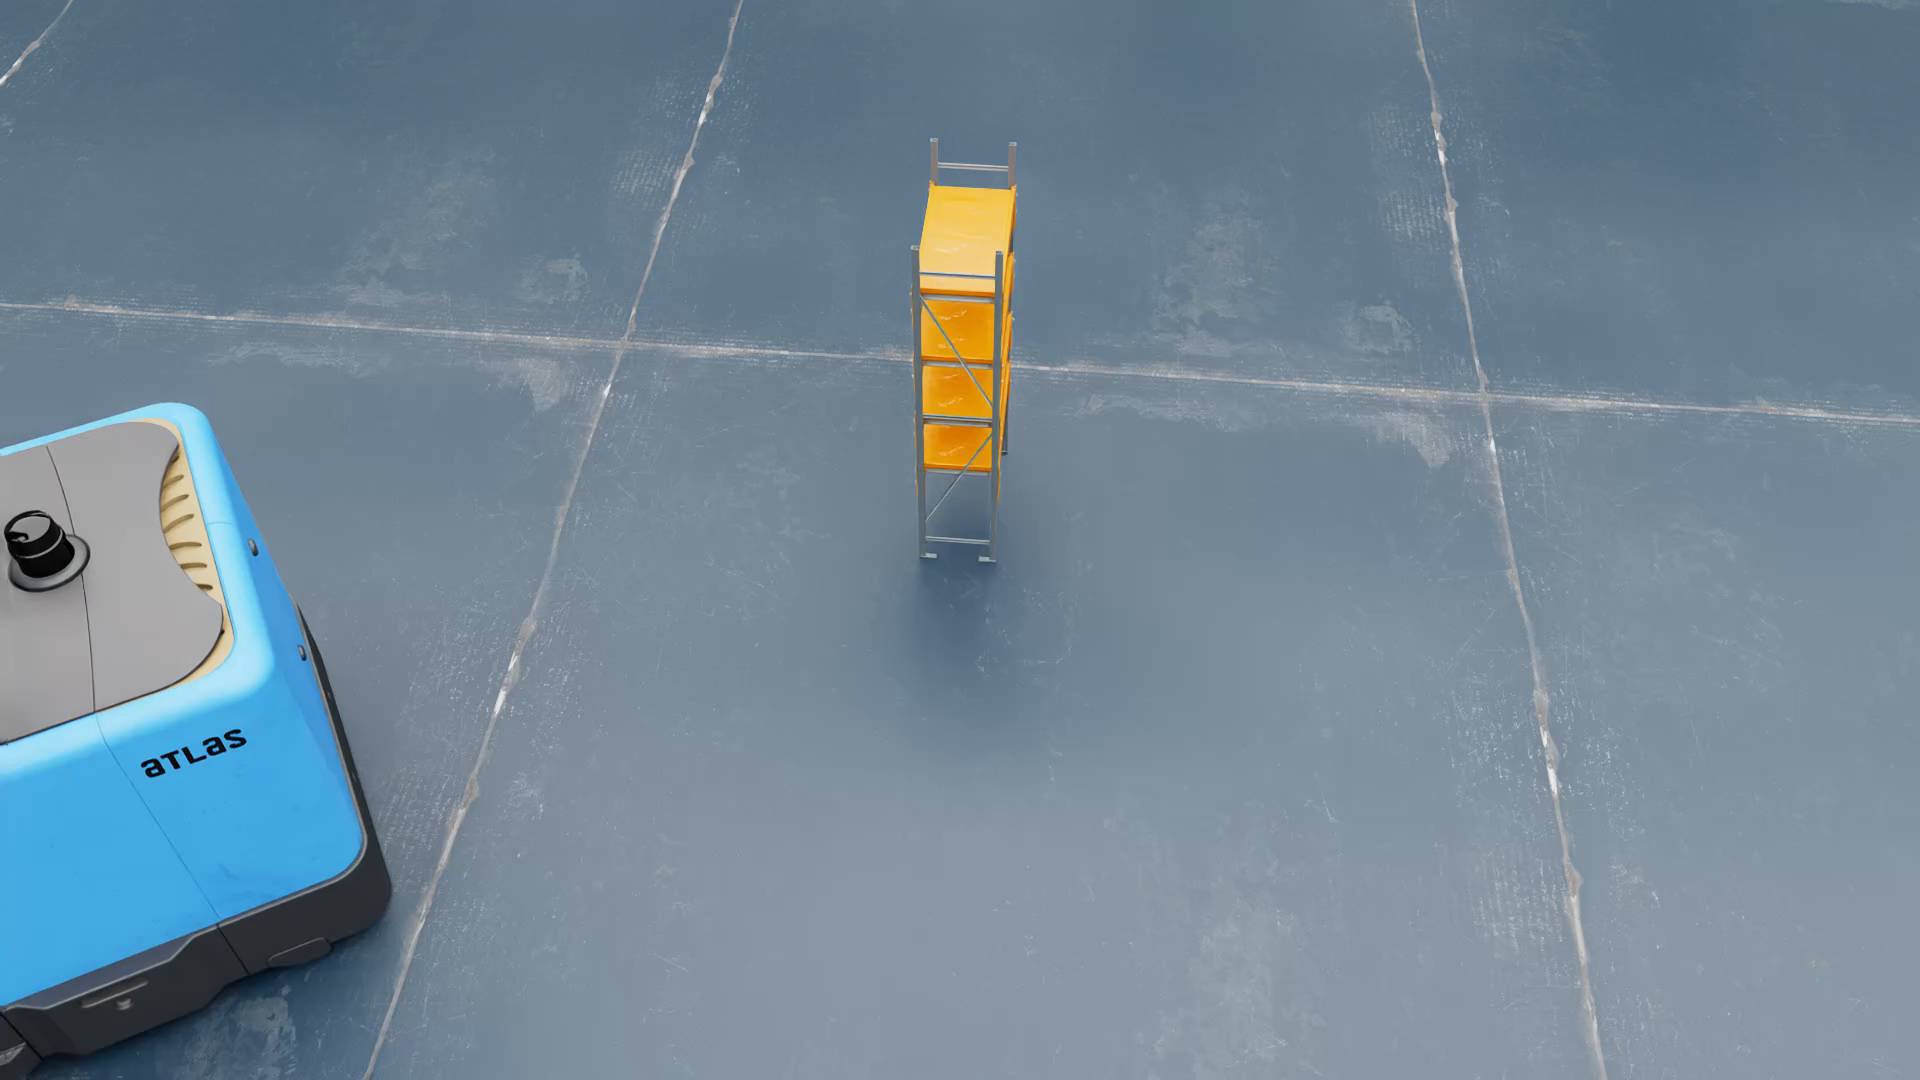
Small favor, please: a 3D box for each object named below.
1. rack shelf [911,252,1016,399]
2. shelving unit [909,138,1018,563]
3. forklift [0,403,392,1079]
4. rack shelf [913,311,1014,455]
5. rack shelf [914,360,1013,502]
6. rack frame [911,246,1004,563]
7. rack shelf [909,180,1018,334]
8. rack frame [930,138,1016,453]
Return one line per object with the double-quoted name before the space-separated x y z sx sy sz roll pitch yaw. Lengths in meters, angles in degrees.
"rack shelf" 0.015 -0.632 4.803 0.258 0.148 0.480 4 48 4
"shelving unit" 0.015 -0.527 4.919 0.258 1.200 0.503 4 48 4
"forklift" -3.026 0.177 3.102 3.031 2.935 1.130 -20 51 -18
"rack shelf" 0.015 -0.481 4.968 0.258 0.148 0.480 4 48 4
"rack shelf" 0.015 -0.347 5.115 0.258 0.148 0.480 4 48 4
"rack frame" -0.007 -0.347 4.755 0.240 1.200 0.015 4 48 4
"rack shelf" 0.015 -0.792 4.629 0.258 0.148 0.480 4 48 4
"rack frame" 0.037 -0.706 5.082 0.240 1.200 0.015 4 48 4
